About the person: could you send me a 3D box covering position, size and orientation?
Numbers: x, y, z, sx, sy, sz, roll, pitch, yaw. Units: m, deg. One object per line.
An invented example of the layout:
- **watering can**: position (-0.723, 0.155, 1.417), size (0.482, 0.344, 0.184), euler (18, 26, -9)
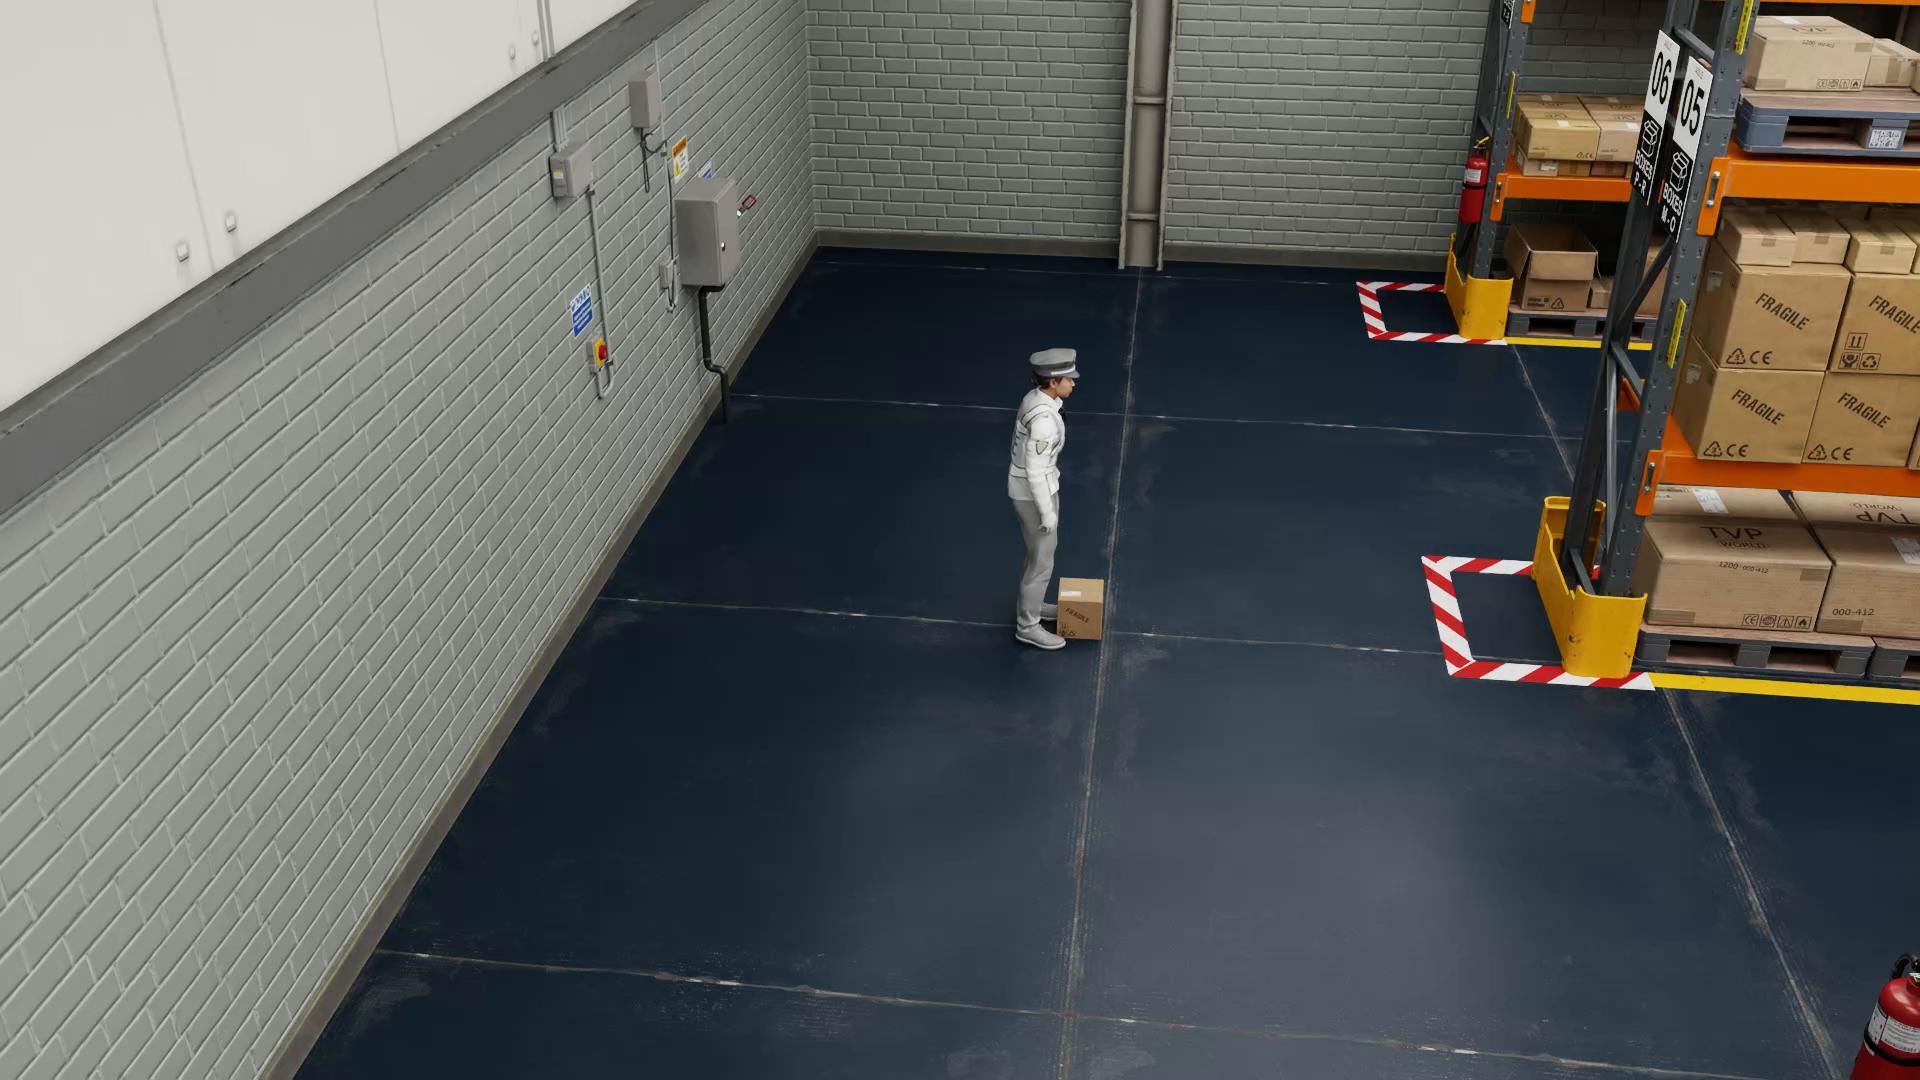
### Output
- **person**: position (0.443, -0.248, 9.074), size (0.370, 1.666, 0.544), euler (2, 29, 4)
